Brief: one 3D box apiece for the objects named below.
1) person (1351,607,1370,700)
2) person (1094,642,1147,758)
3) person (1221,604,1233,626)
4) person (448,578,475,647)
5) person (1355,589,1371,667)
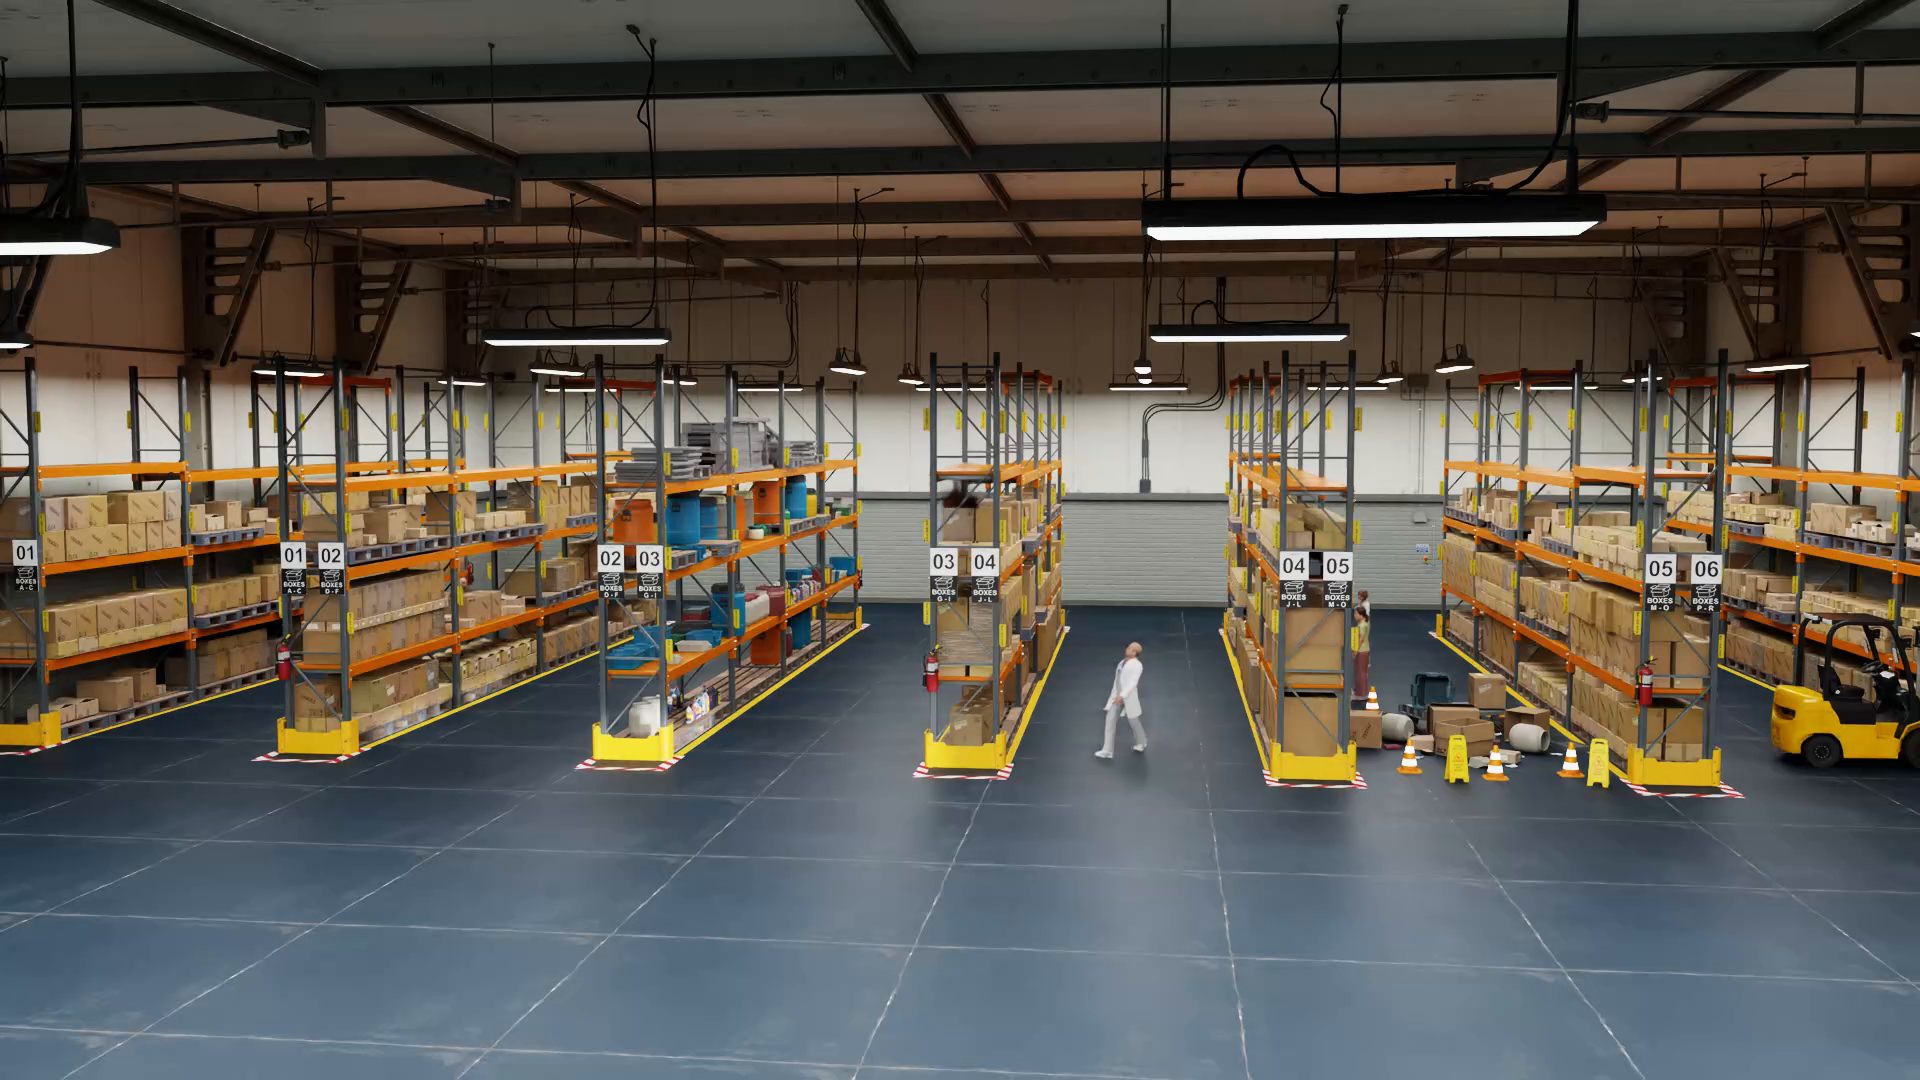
[{"bbox_3d":[7.208,2.041,29.976,0.363,1.683,0.459,2,4,26],"label":"person"},{"bbox_3d":[2.462,2.380,24.801,0.558,1.704,1.139,3,5,33],"label":"person"},{"bbox_3d":[6.825,1.295,40.448,0.915,1.673,0.613,0,4,6],"label":"person"},{"bbox_3d":[-10.491,1.692,35.104,0.761,1.814,0.936,1,4,7],"label":"person"},{"bbox_3d":[8.218,1.806,33.900,0.343,1.608,0.495,1,4,8],"label":"person"}]
